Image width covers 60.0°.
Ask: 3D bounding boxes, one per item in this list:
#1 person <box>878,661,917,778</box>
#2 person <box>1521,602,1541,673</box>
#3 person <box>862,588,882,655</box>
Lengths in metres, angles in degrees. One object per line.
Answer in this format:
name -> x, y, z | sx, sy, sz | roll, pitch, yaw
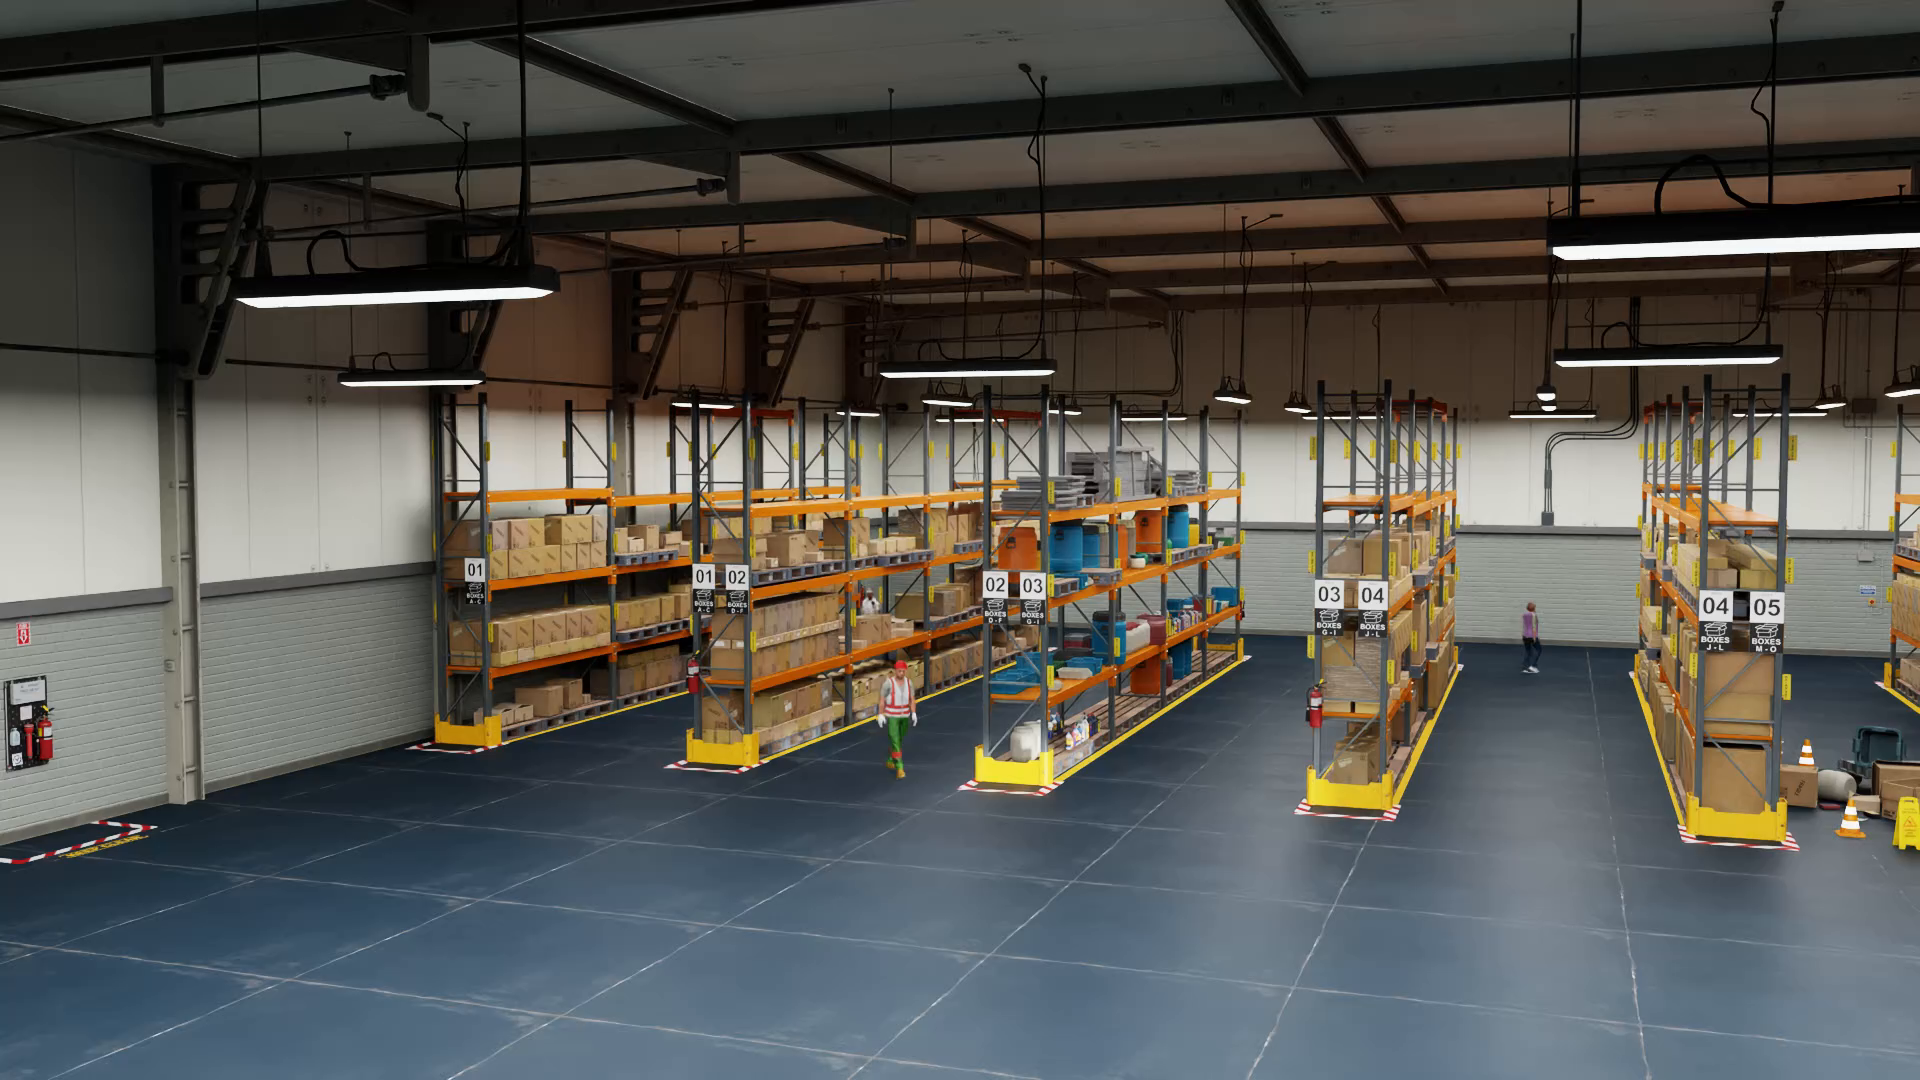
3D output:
person -> -0.938, 2.731, 25.727 | 0.562, 1.741, 0.941 | -2, 4, -34
person -> 12.863, 2.202, 37.486 | 0.372, 1.602, 0.467 | -2, 3, -27
person -> -2.086, 1.940, 39.440 | 0.458, 1.652, 0.862 | 1, 3, 17
